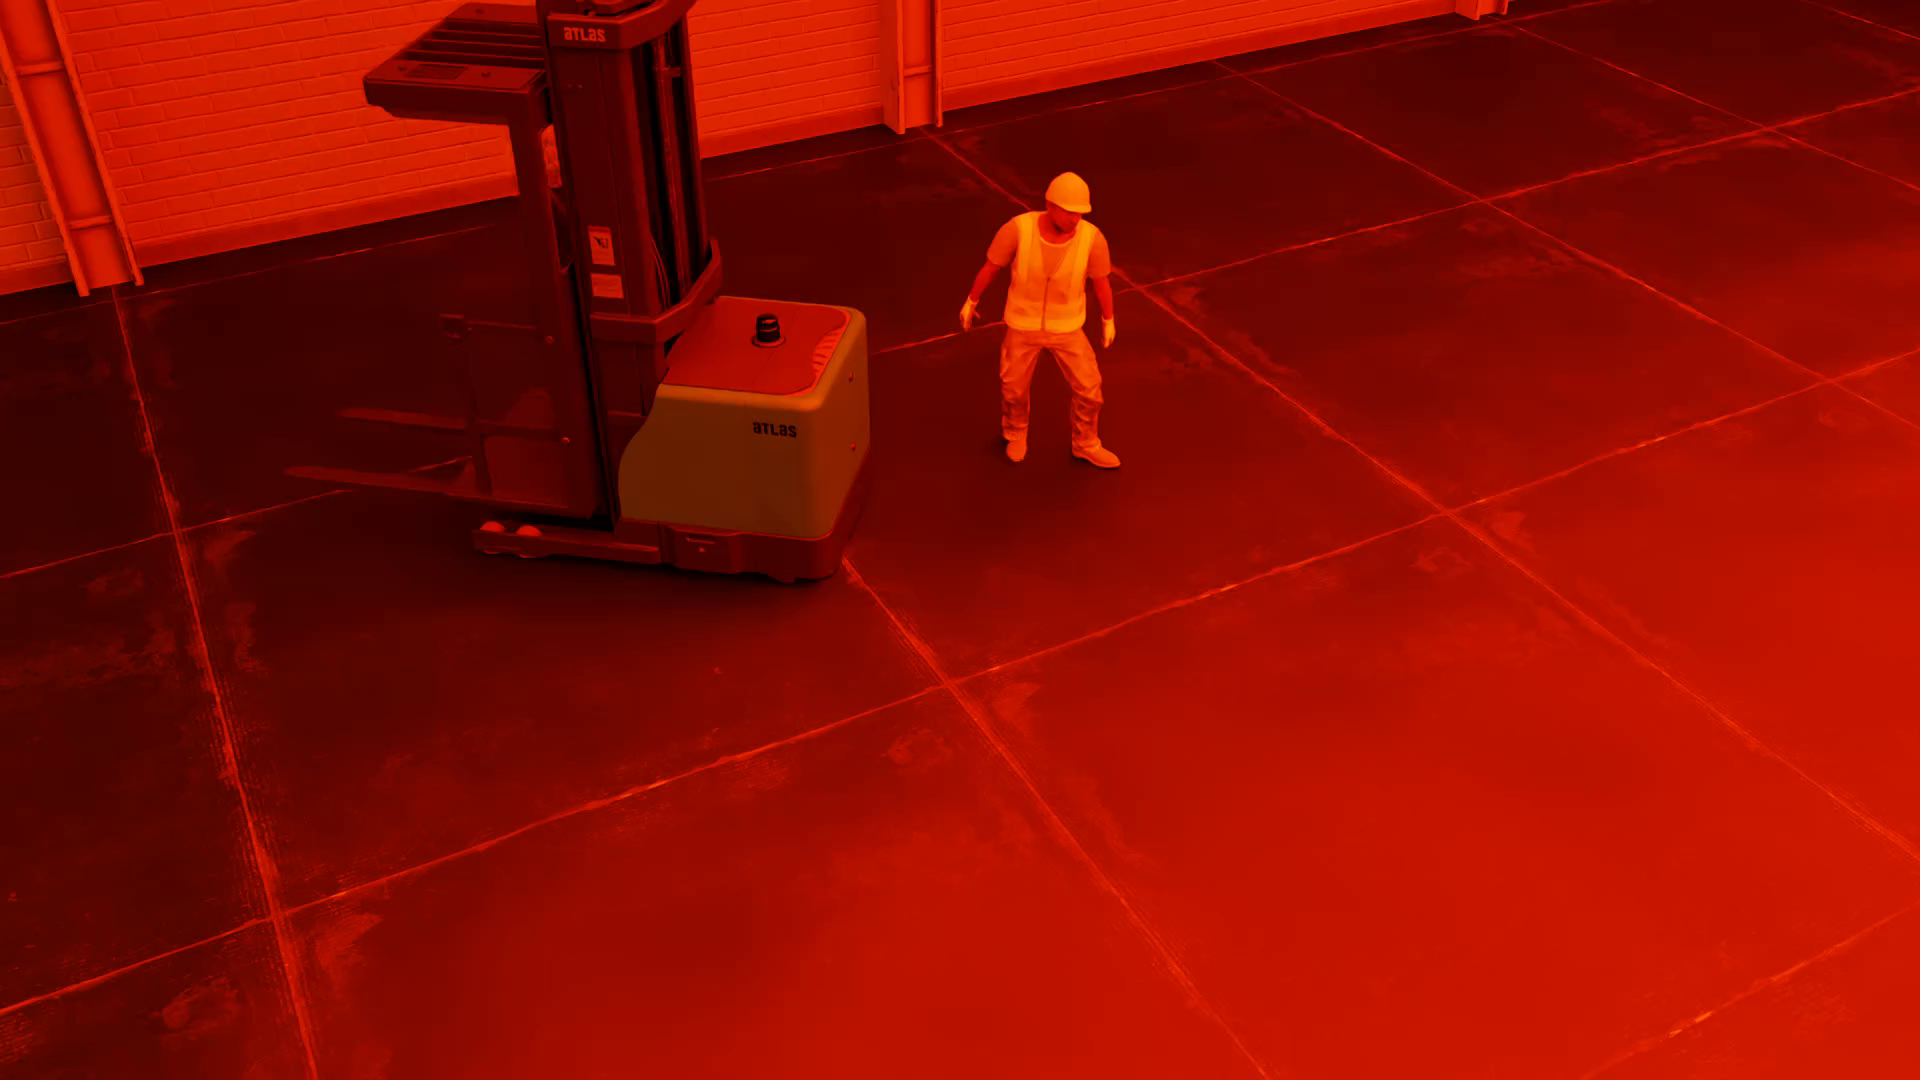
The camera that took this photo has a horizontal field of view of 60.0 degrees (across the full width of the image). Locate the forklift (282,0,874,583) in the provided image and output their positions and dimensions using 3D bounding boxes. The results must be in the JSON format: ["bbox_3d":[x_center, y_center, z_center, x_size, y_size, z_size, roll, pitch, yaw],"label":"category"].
[{"bbox_3d":[-2.033,-1.394,8.095,3.031,2.935,1.130,6,36,9],"label":"forklift"}]

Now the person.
[{"bbox_3d":[0.444,-1.154,8.836,0.905,1.749,0.473,3,35,5],"label":"person"}]
